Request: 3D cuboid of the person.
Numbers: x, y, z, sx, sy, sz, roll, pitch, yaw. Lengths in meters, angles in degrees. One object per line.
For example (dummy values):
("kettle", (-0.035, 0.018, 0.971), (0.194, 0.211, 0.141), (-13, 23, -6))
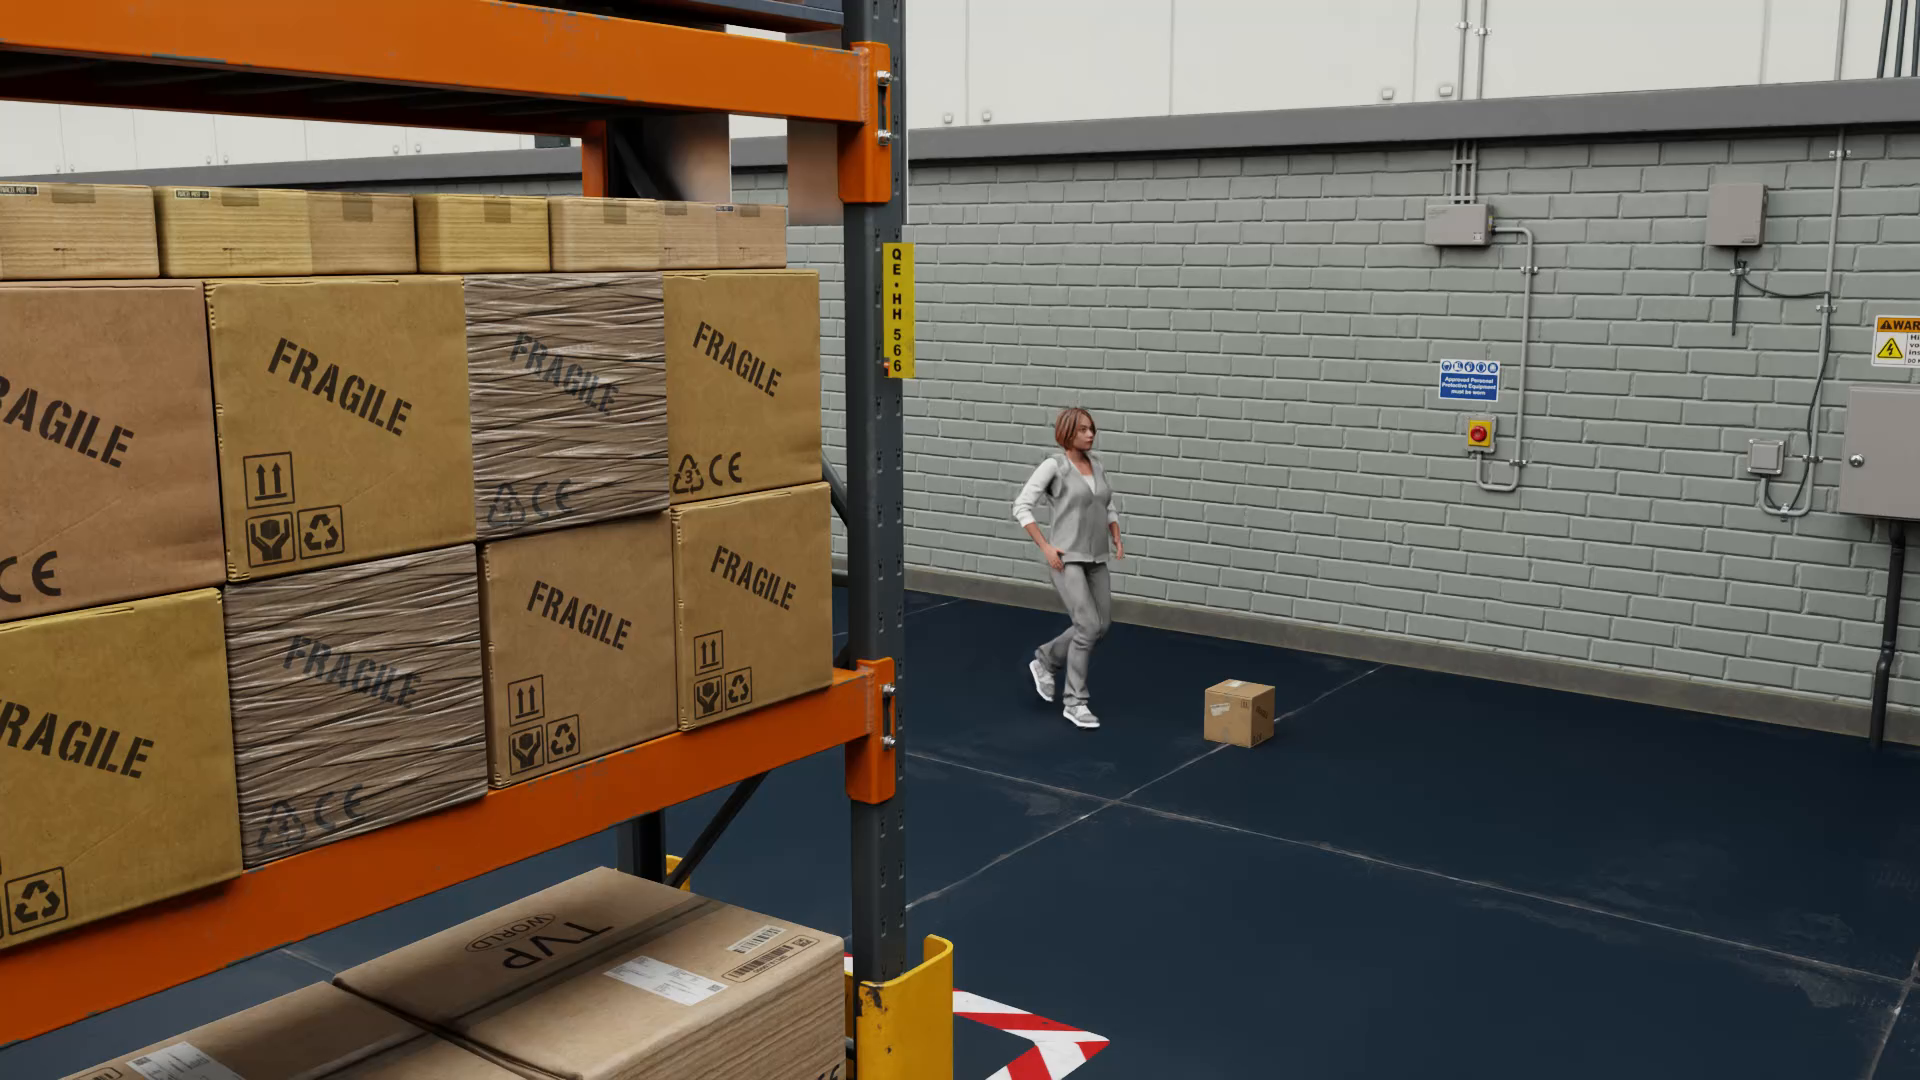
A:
("person", (0.598, 0.119, 8.378), (0.592, 1.561, 0.598), (-8, 13, -39))
